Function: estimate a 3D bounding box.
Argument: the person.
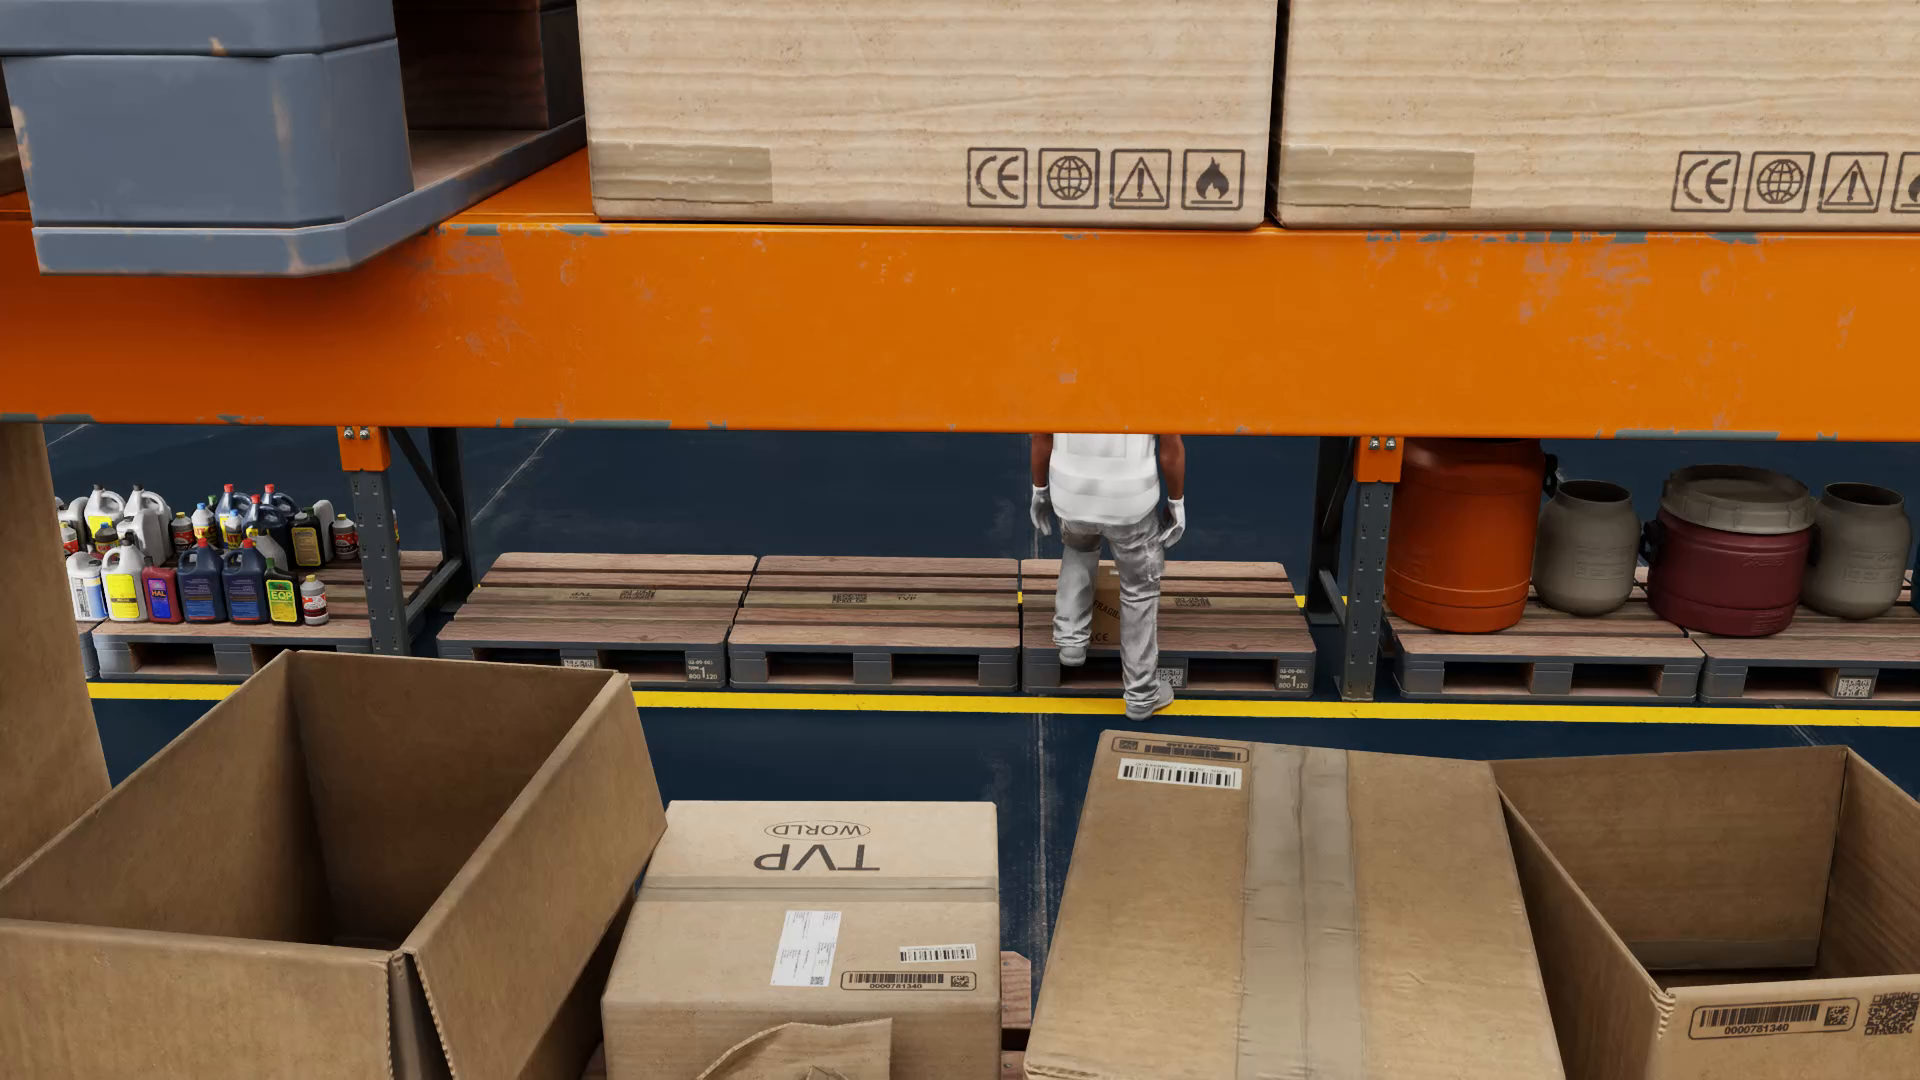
[{"bbox_3d":[0.598,-0.163,6.532,0.617,1.750,0.541,7,22,18],"label":"person"}]
